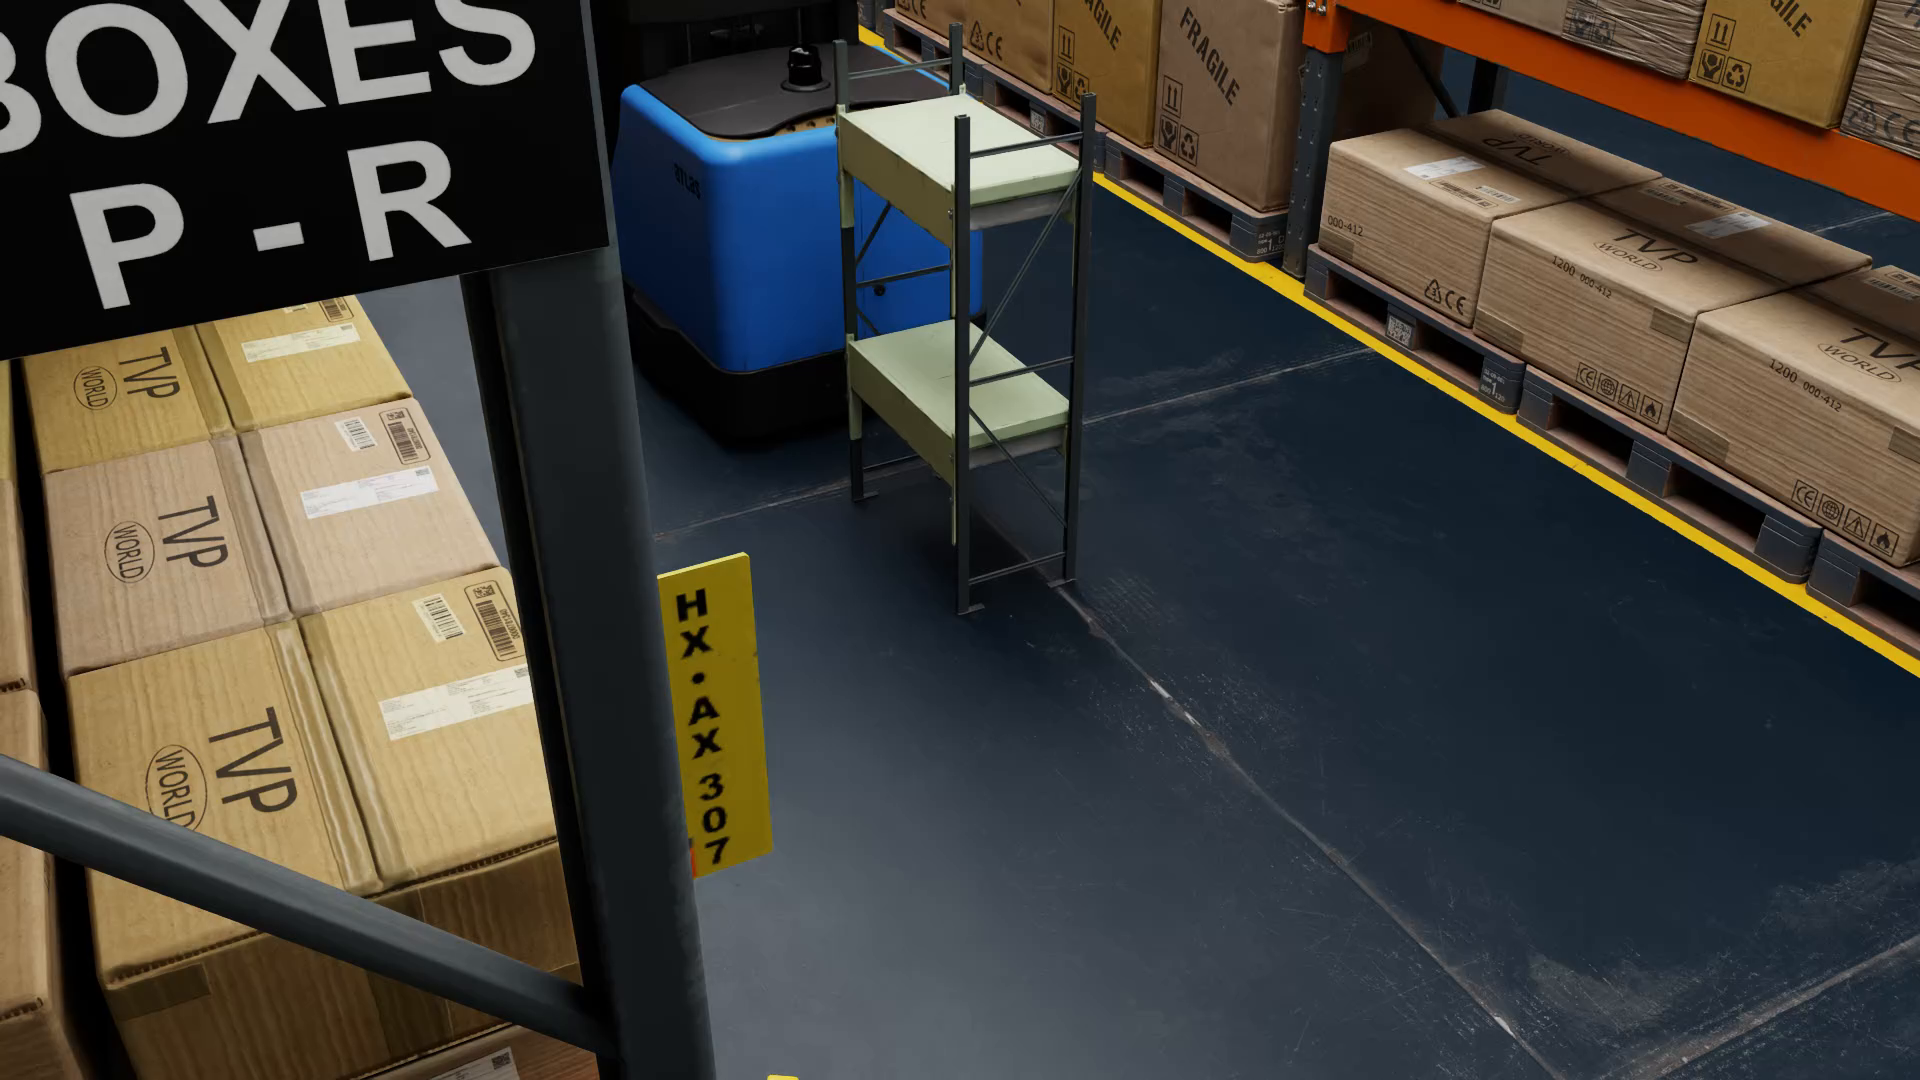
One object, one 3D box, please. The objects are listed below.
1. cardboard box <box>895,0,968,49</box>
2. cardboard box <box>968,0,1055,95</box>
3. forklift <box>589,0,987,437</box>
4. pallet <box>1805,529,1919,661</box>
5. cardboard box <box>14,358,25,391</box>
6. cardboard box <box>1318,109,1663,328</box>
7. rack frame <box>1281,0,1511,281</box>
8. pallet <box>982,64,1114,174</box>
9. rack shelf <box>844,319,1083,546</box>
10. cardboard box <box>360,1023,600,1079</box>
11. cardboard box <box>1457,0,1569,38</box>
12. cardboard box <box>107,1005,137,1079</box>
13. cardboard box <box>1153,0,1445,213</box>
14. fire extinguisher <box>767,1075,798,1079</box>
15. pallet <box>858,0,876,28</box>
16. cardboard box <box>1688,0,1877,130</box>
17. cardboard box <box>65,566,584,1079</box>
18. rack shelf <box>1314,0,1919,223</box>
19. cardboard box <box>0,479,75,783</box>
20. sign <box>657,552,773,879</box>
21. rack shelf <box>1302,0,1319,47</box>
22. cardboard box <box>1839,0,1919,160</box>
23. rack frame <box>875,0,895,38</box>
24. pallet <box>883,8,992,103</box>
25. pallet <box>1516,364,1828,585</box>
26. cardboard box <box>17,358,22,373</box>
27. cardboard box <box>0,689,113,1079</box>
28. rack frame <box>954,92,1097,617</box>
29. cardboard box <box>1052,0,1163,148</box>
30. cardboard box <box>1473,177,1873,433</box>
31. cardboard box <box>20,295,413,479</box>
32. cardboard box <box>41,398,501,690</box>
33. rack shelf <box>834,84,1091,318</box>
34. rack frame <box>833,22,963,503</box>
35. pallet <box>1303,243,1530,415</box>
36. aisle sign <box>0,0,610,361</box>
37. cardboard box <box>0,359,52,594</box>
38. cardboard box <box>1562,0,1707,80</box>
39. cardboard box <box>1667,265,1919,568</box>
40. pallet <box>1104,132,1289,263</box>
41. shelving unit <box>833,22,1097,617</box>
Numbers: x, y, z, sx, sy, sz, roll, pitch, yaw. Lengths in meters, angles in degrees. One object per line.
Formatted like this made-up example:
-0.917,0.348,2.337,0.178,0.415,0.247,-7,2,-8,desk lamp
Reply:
0.212,-3.339,9.261,0.875,0.875,0.875,-16,36,-24,cardboard box
0.624,-2.912,8.595,0.875,0.875,0.875,-15,36,-23,cardboard box
-1.079,-2.352,6.205,1.130,2.935,3.031,-17,37,-25,forklift
3.251,0.223,4.707,1.003,0.211,1.213,-16,36,-23,pallet
-1.855,-0.288,2.782,0.500,0.250,0.500,-16,36,-23,cardboard box
2.026,-1.270,6.437,0.875,0.438,0.875,-16,36,-24,cardboard box
1.828,-2.498,6.369,1.000,3.000,0.127,-16,36,-23,rack frame
0.829,-2.256,8.576,1.003,0.211,1.213,-16,36,-23,pallet
-0.003,-0.360,5.026,0.431,0.370,0.720,-16,36,-23,rack shelf
-0.607,0.541,1.858,0.380,0.149,0.250,-16,36,-23,cardboard box
2.046,-2.009,5.513,0.500,0.500,0.500,-16,36,-23,cardboard box
-1.152,0.539,1.860,0.380,0.149,0.250,-15,35,-22,cardboard box
1.468,-2.056,7.259,0.875,0.875,0.875,-15,35,-22,cardboard box
-0.219,0.804,1.631,0.296,0.674,0.183,-16,36,-23,fire extinguisher
-0.400,-3.606,10.684,1.003,0.211,1.213,-16,36,-23,pallet
2.513,-1.525,4.757,0.500,0.500,0.500,-15,35,-22,cardboard box
-0.669,0.314,1.842,0.500,0.250,0.500,-16,36,-23,cardboard box
2.761,-1.241,5.073,1.077,0.370,4.000,-16,36,-23,rack shelf
-1.385,0.200,2.021,0.500,0.250,0.500,-16,36,-23,cardboard box
-0.216,0.160,1.418,0.100,0.325,0.005,-16,36,-23,sign
0.896,-3.150,8.053,1.077,0.370,4.000,-16,36,-23,rack shelf
2.765,-1.281,4.377,0.500,0.500,0.500,-15,36,-22,cardboard box
-0.037,-4.407,9.349,1.000,3.000,0.127,-16,36,-23,rack frame
0.264,-2.838,9.484,1.003,0.211,1.213,-16,36,-23,pallet
2.686,-0.359,5.614,1.003,0.211,1.213,-16,36,-23,pallet
-1.401,-0.406,2.966,0.500,0.250,0.500,-17,36,-24,cardboard box
-1.145,0.446,1.637,0.500,0.250,0.500,-15,36,-22,cardboard box
0.168,-0.460,4.578,0.400,1.500,0.023,-16,36,-23,rack frame
1.040,-2.485,7.929,0.875,0.875,0.875,-15,36,-22,cardboard box
2.444,-0.843,5.770,0.875,0.438,0.875,-17,36,-24,cardboard box
-1.144,-0.167,2.594,0.500,0.250,0.500,-17,36,-24,cardboard box
-0.905,0.074,2.217,0.500,0.250,0.500,-15,36,-23,cardboard box
-0.003,-0.963,4.640,0.431,0.370,0.720,-16,36,-23,rack shelf
-0.174,-0.809,5.123,0.400,1.500,0.023,-16,36,-23,rack frame
2.114,-0.942,6.524,1.003,0.211,1.213,-16,36,-23,pallet
-0.405,-0.475,0.801,0.394,0.787,0.004,-16,36,-23,aisle sign
-1.611,-0.038,2.392,0.500,0.250,0.500,-15,35,-22,cardboard box
2.273,-1.771,5.140,0.500,0.500,0.500,-16,36,-23,cardboard box
2.863,-0.412,5.098,0.875,0.438,0.875,-15,36,-22,cardboard box
1.402,-1.674,7.666,1.003,0.211,1.213,-16,36,-23,pallet
-0.003,-0.635,4.850,0.431,1.500,0.755,-16,36,-23,shelving unit
